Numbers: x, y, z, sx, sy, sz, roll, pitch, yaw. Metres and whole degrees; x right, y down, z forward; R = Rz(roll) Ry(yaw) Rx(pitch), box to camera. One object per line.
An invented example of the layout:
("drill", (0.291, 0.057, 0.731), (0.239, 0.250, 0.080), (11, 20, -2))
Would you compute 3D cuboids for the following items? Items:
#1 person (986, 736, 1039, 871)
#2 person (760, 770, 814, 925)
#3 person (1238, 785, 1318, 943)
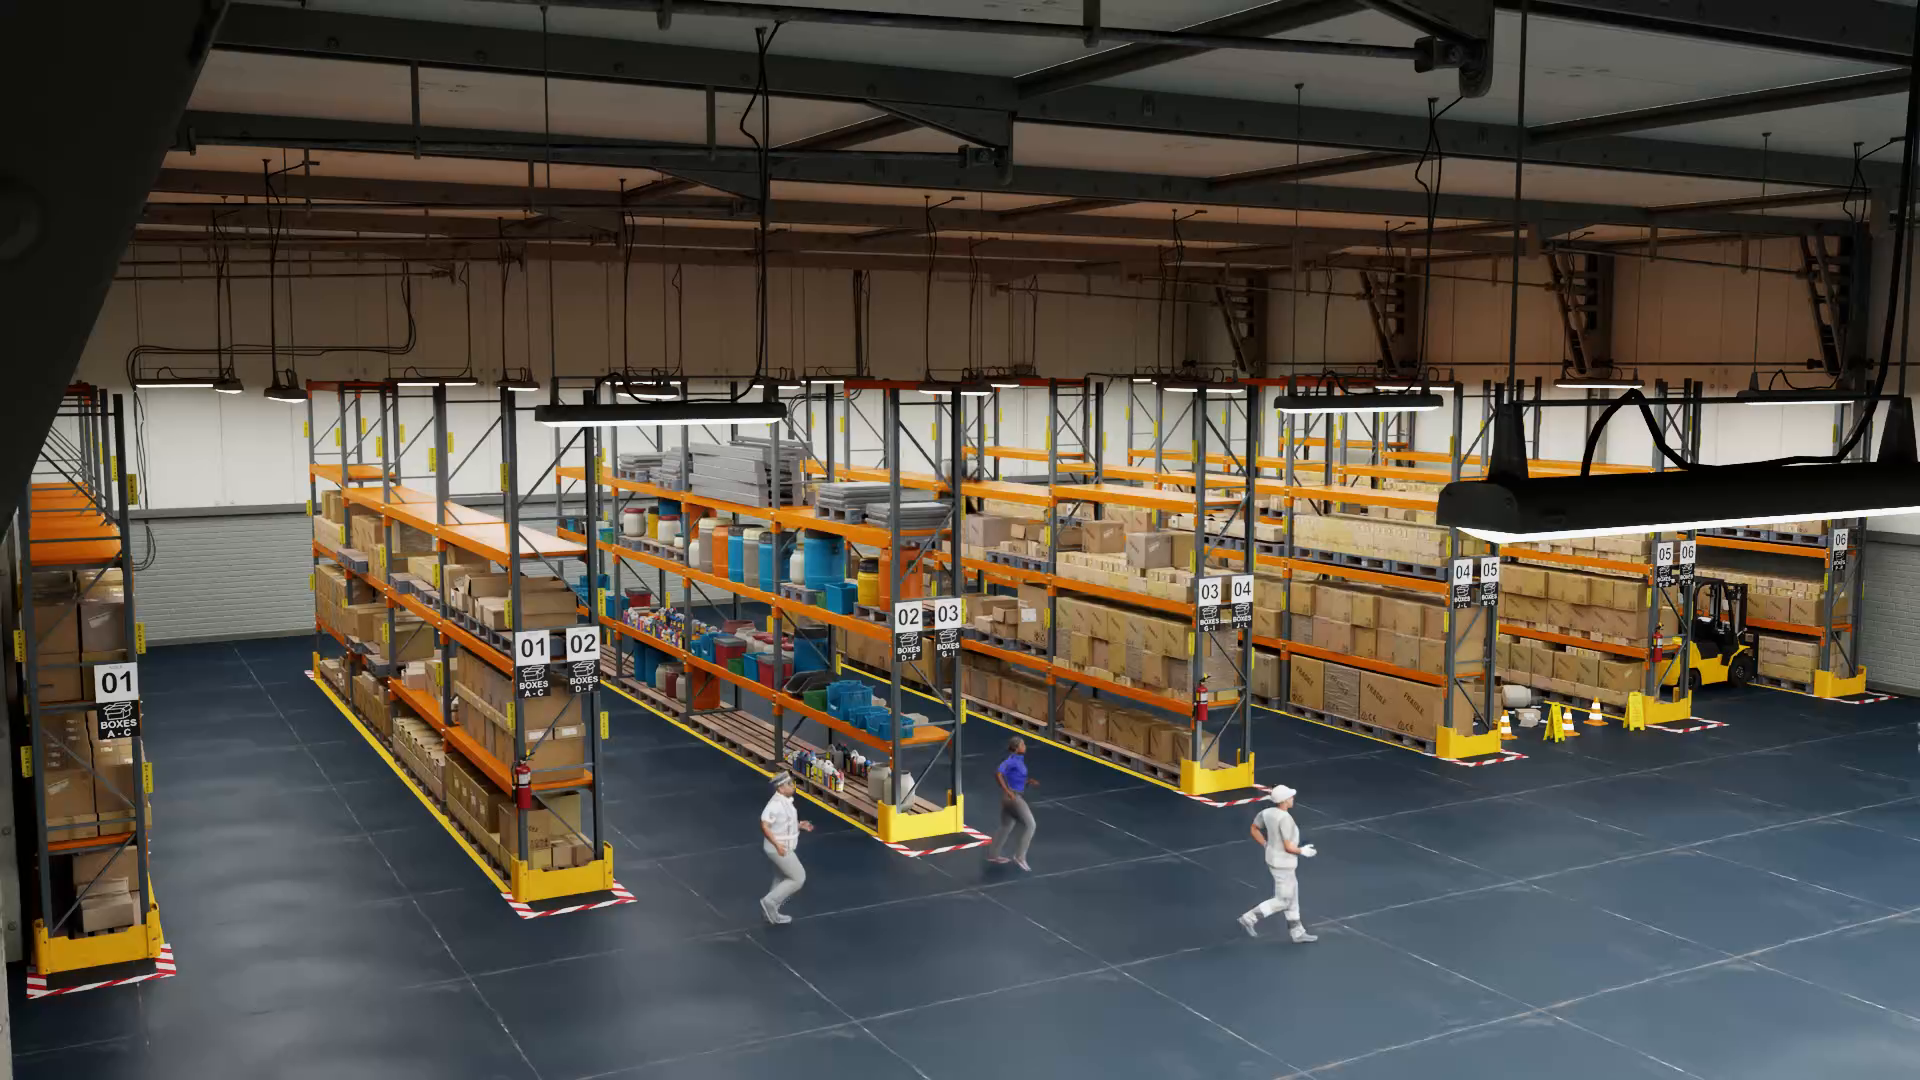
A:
("person", (0.661, 3.308, 20.872), (0.653, 1.707, 0.580), (0, 6, 0))
("person", (-1.959, 3.463, 18.824), (0.605, 1.747, 0.644), (0, 6, -4))
("person", (3.460, 3.532, 18.034), (0.959, 1.774, 0.653), (-1, 6, -12))
